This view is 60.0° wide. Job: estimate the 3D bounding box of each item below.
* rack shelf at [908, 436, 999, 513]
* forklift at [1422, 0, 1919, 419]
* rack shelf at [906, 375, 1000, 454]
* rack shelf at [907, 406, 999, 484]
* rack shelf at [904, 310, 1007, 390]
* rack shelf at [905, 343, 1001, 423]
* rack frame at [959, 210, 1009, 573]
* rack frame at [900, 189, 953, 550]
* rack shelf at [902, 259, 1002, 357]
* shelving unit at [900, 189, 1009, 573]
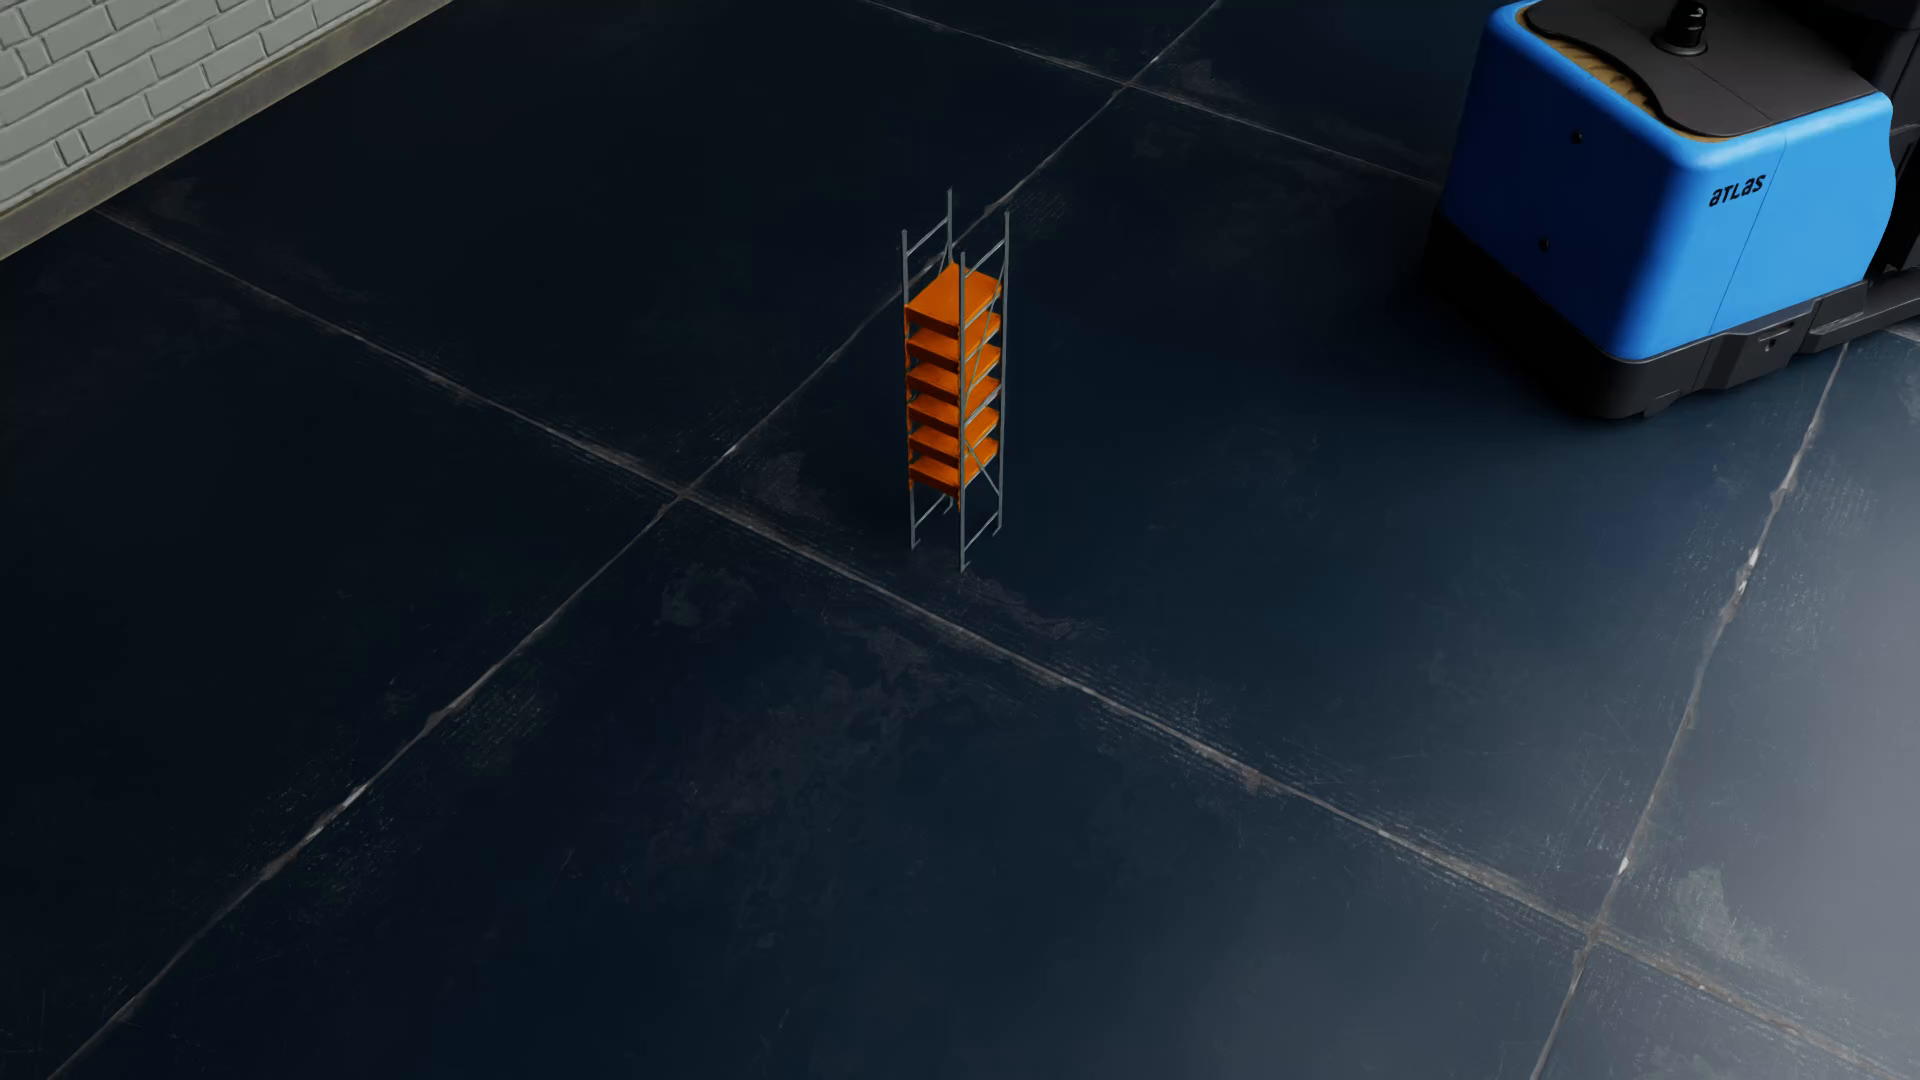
[{"bbox_3d":[-0.012,-0.226,5.029,0.180,0.103,0.258,25,51,22],"label":"rack shelf"},{"bbox_3d":[3.263,-2.163,5.308,3.031,2.935,1.130,-19,49,-18],"label":"forklift"},{"bbox_3d":[-0.012,-0.393,4.857,0.180,0.103,0.258,25,51,22],"label":"rack shelf"},{"bbox_3d":[-0.012,-0.309,4.943,0.180,0.103,0.258,25,51,22],"label":"rack shelf"},{"bbox_3d":[-0.012,-0.560,4.685,0.180,0.103,0.258,25,51,22],"label":"rack shelf"},{"bbox_3d":[-0.012,-0.476,4.771,0.180,0.103,0.258,25,51,22],"label":"rack shelf"},{"bbox_3d":[0.065,-0.388,4.791,0.006,1.200,0.240,25,51,22],"label":"rack frame"},{"bbox_3d":[-0.089,-0.459,4.860,0.006,1.200,0.240,25,51,22],"label":"rack frame"},{"bbox_3d":[-0.012,-0.644,4.599,0.180,0.103,0.258,25,51,22],"label":"rack shelf"},{"bbox_3d":[-0.012,-0.424,4.825,0.189,1.200,0.258,25,51,22],"label":"shelving unit"}]
